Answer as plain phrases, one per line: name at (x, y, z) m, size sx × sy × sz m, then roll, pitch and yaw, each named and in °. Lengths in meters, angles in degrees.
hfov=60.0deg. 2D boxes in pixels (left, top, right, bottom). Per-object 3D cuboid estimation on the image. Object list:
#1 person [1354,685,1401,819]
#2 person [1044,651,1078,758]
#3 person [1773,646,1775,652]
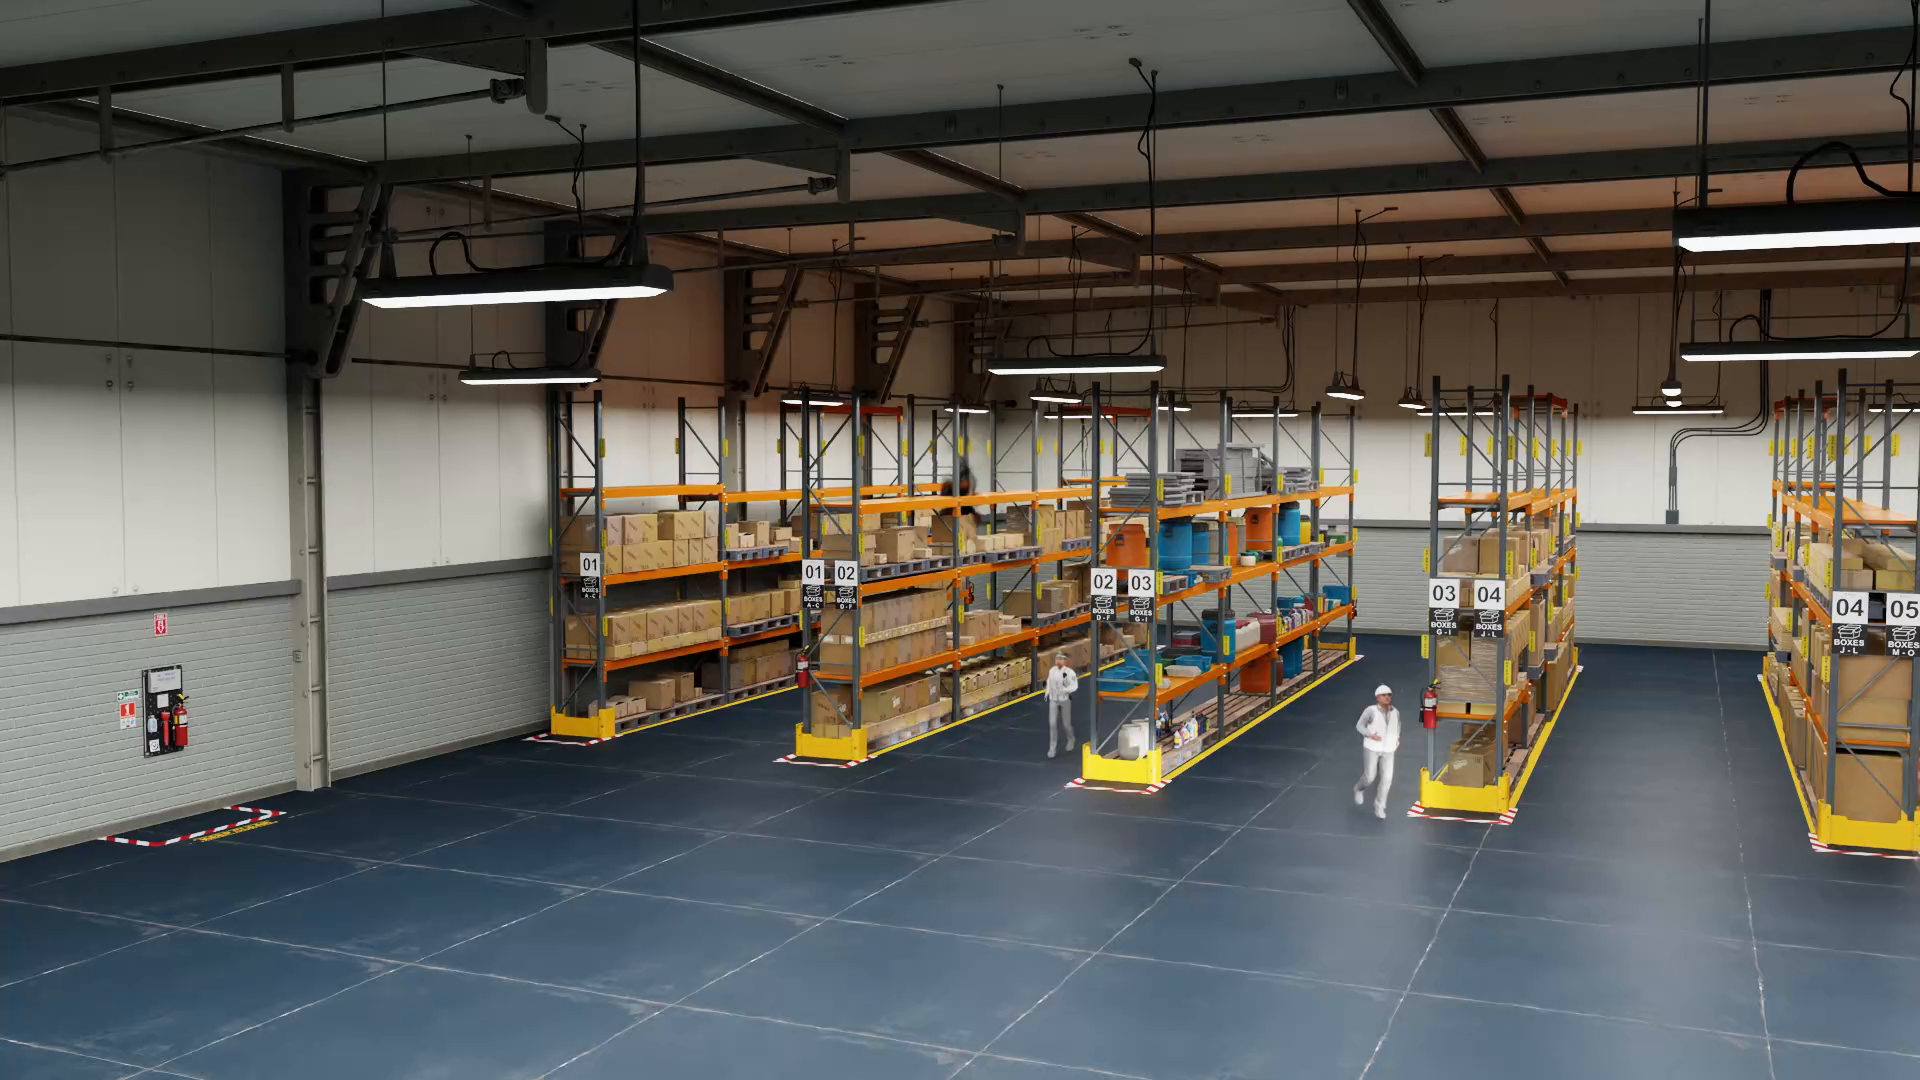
person at (5.753, 2.865, 22.753) m, size 0.682 × 1.765 × 0.836 m, roll 0°, pitch 3°, yaw -5°
person at (1.641, 2.638, 27.090) m, size 0.611 × 1.701 × 0.844 m, roll 1°, pitch 3°, yaw 22°
person at (18.262, 2.154, 36.833) m, size 0.752 × 1.691 × 0.757 m, roll 3°, pitch 4°, yaw 41°
